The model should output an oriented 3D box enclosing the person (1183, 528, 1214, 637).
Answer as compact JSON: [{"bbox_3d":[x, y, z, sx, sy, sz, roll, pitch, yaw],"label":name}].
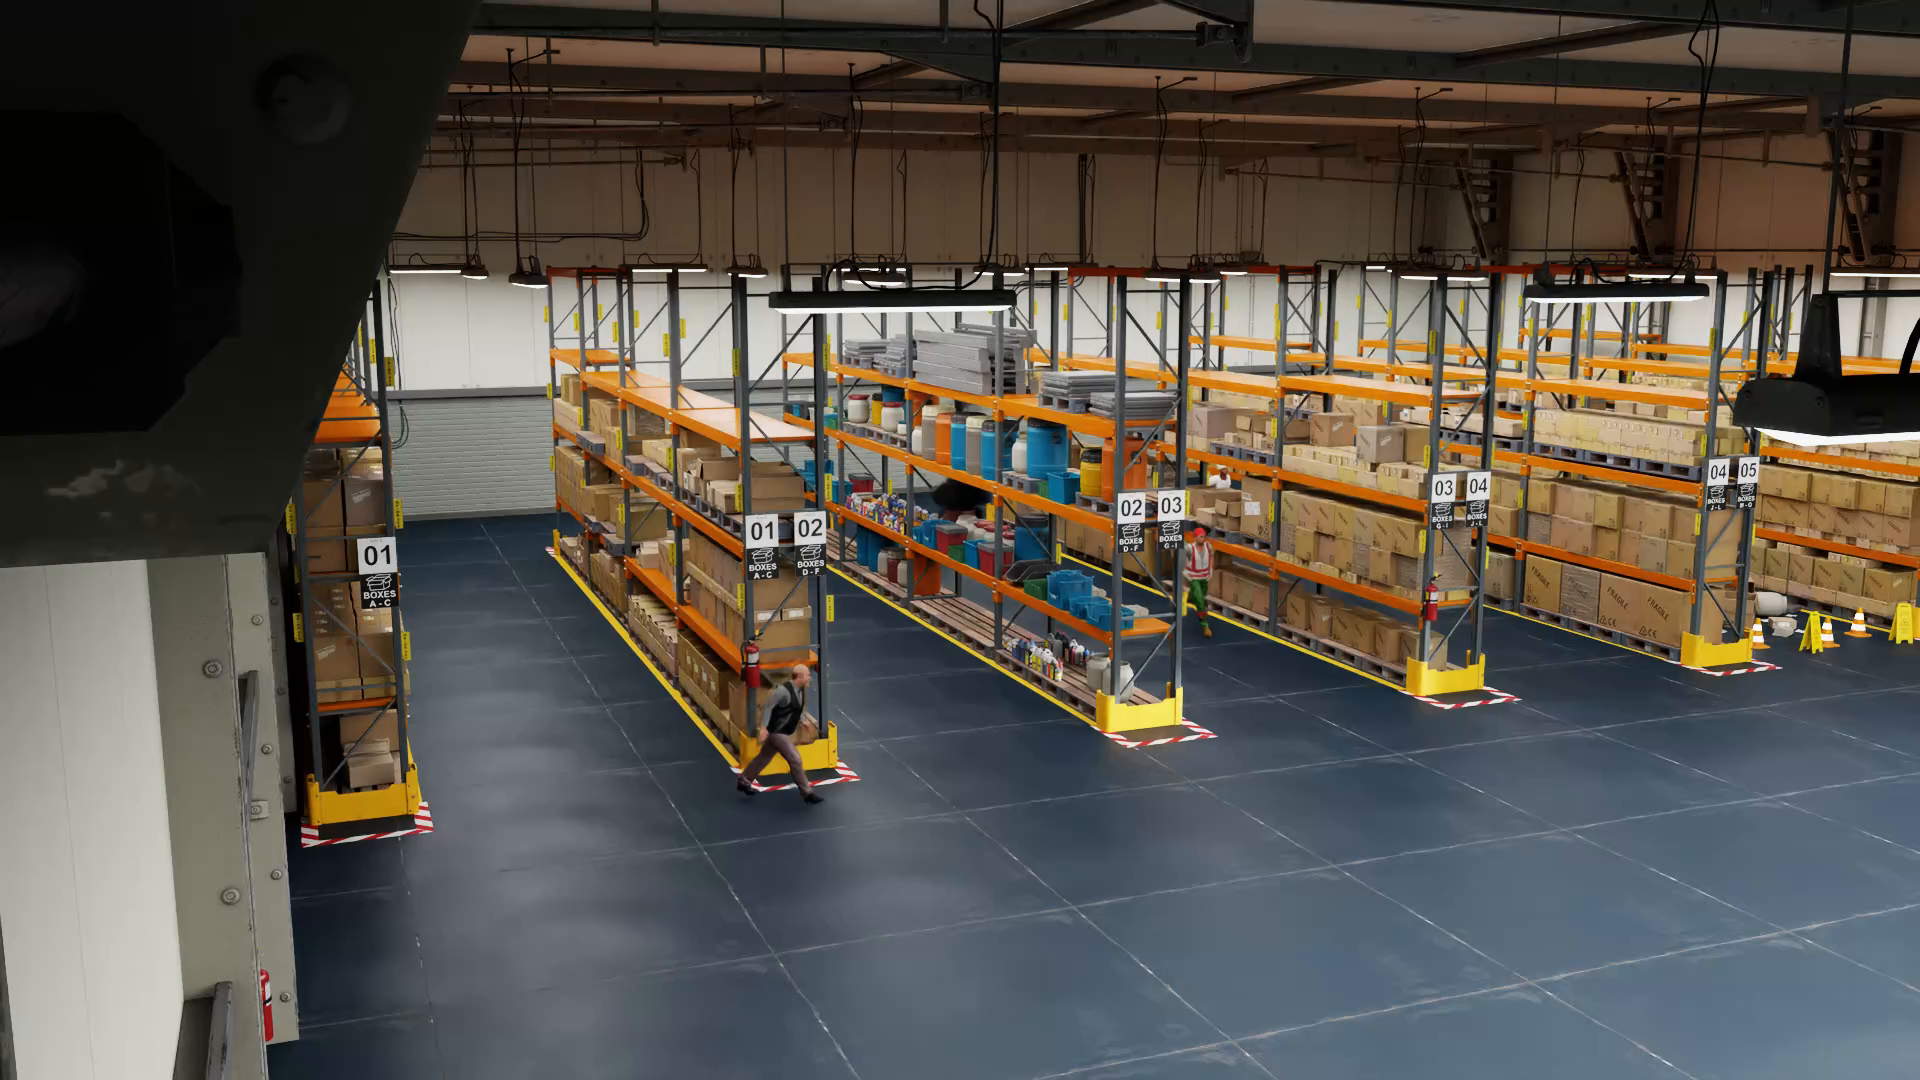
[{"bbox_3d":[3.887,0.642,27.567,0.659,1.775,1.039,-5,11,-25],"label":"person"}]

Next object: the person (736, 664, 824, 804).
[{"bbox_3d":[-2.067,2.207,19.180,1.143,1.593,0.692,3,10,15],"label":"person"}]

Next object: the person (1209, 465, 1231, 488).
[{"bbox_3d":[5.671,-0.824,36.403,0.727,1.751,0.883,-5,11,-25],"label":"person"}]
